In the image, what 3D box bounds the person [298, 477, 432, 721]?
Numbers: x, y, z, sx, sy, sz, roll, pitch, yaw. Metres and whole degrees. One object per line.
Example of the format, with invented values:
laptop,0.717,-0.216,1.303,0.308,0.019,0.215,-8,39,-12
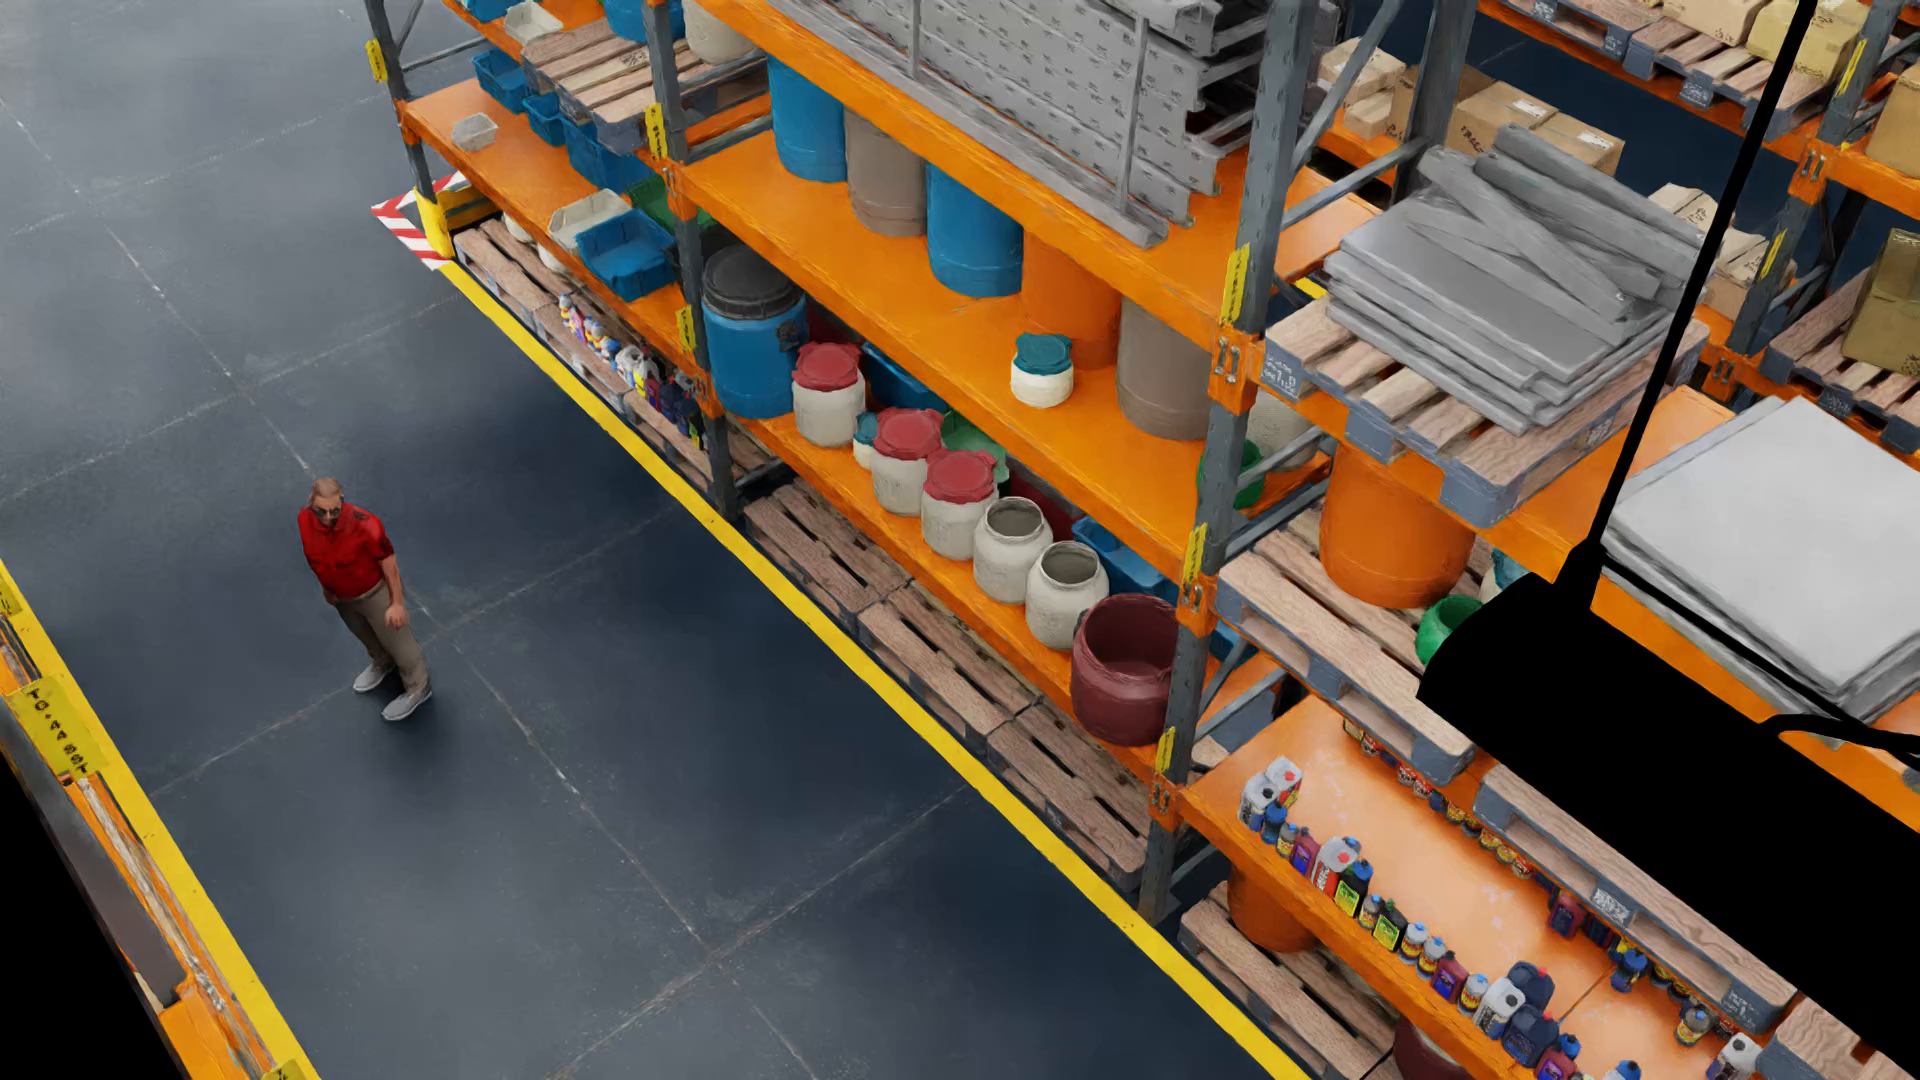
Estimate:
person,-3.422,0.323,9.468,0.593,1.733,0.457,15,48,14
